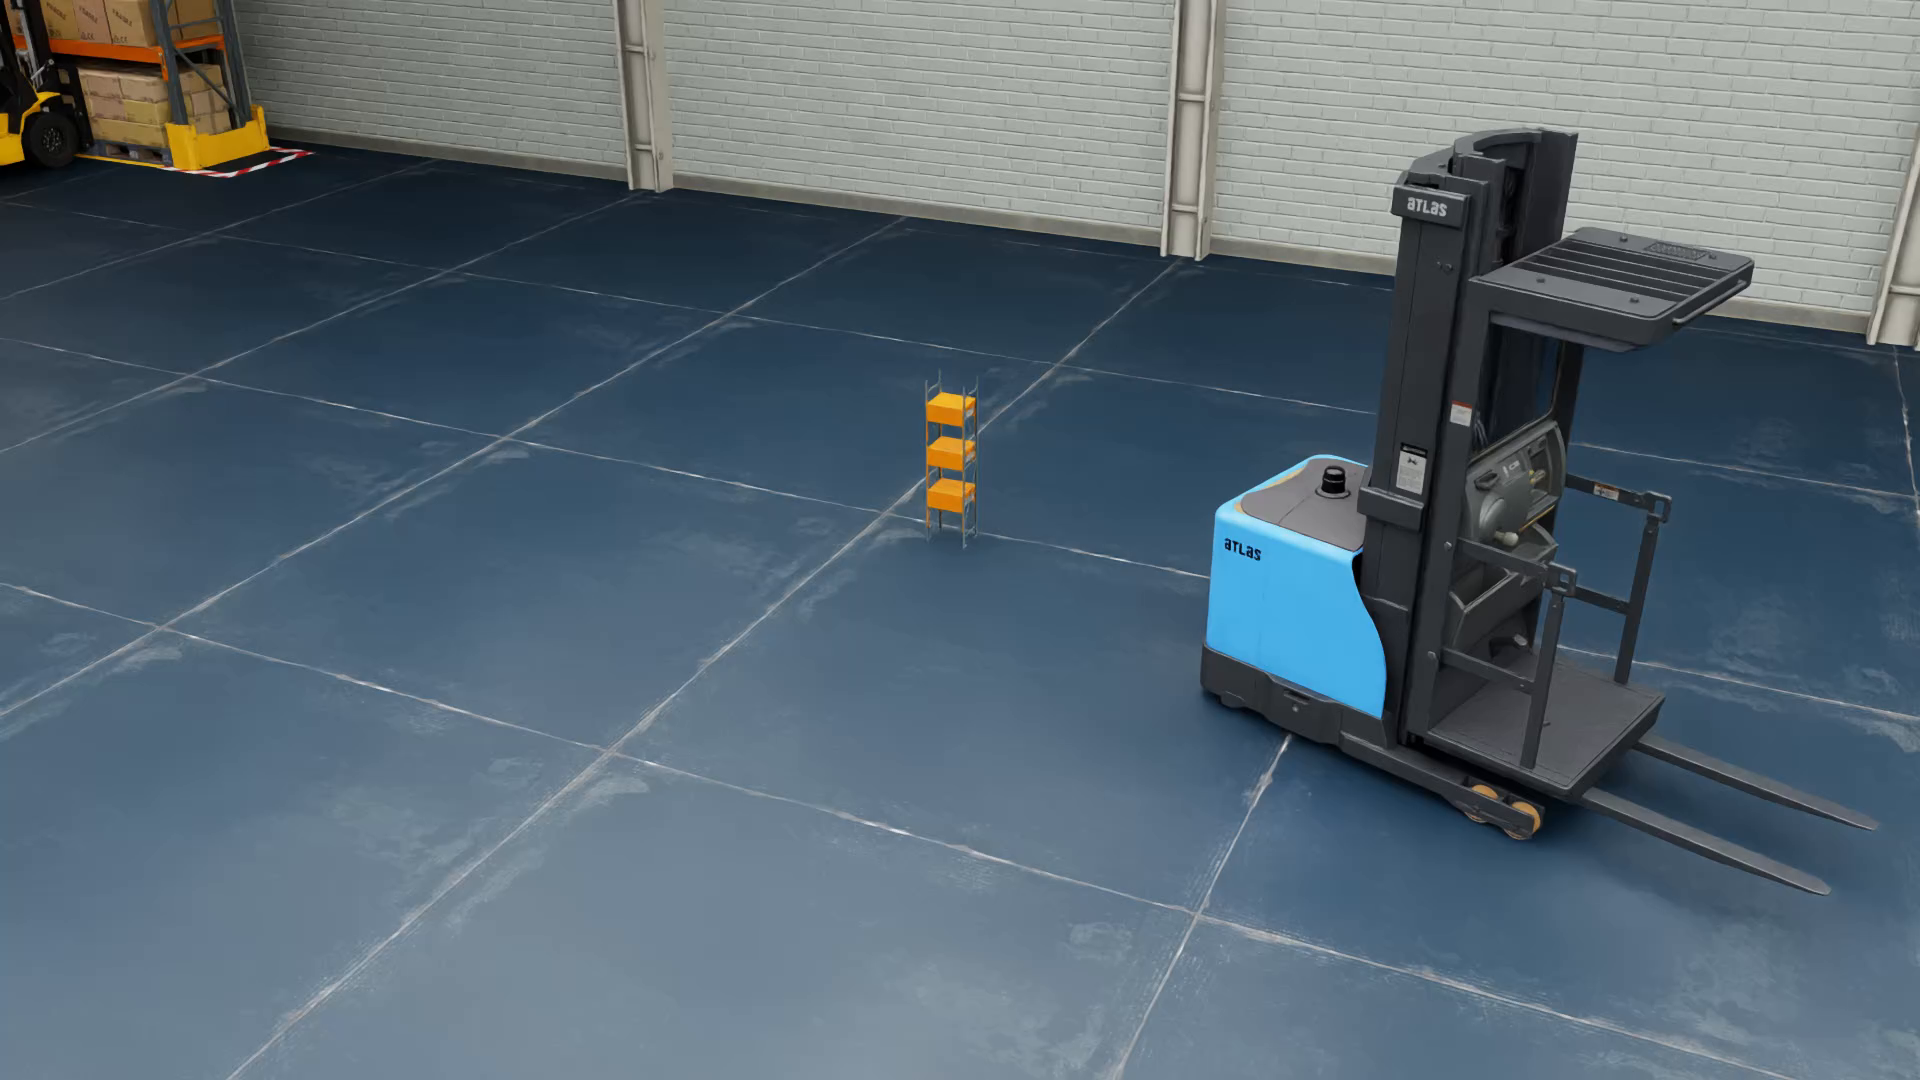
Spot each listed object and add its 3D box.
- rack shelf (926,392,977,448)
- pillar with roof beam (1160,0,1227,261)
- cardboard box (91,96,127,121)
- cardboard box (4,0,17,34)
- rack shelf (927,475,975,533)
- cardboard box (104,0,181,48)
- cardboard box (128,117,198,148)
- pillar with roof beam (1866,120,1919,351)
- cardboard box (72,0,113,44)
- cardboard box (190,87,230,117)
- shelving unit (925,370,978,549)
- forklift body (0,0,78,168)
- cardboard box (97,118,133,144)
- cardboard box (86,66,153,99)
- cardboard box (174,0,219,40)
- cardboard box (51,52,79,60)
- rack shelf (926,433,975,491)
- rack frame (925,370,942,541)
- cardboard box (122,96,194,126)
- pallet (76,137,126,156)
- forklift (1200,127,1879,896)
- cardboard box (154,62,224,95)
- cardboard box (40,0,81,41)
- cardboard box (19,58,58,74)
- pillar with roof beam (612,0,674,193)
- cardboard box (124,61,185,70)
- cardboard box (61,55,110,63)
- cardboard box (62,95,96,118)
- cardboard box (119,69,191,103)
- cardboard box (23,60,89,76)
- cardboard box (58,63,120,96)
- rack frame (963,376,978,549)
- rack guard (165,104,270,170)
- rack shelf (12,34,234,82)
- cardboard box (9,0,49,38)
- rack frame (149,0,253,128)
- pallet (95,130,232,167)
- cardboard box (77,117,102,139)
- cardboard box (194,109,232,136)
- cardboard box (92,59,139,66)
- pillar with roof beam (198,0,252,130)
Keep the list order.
[{"bbox_3d":[-0.049,-0.726,9.917,0.240,0.259,0.215,11,28,22],"label":"rack shelf"},{"bbox_3d":[0.349,-5.016,10.250,0.400,9.000,9.100,11,28,22],"label":"pillar with roof beam"},{"bbox_3d":[-9.556,-4.998,19.077,0.500,0.250,0.500,11,28,21],"label":"cardboard box"},{"bbox_3d":[-10.934,-6.169,19.271,0.500,0.500,0.500,11,28,21],"label":"cardboard box"},{"bbox_3d":[-0.049,-0.222,10.165,0.240,0.259,0.215,11,28,22],"label":"rack shelf"},{"bbox_3d":[-9.088,-5.789,18.499,0.500,0.500,0.500,11,28,21],"label":"cardboard box"},{"bbox_3d":[-9.090,-4.673,18.984,0.500,0.250,0.500,12,28,22],"label":"cardboard box"},{"bbox_3d":[5.811,-3.919,8.022,0.400,9.000,9.100,11,28,22],"label":"pillar with roof beam"},{"bbox_3d":[-9.557,-5.887,18.699,0.500,0.500,0.500,12,29,23],"label":"cardboard box"},{"bbox_3d":[-8.874,-5.108,19.301,0.500,0.250,0.500,12,29,23],"label":"cardboard box"},{"bbox_3d":[-0.049,-0.481,10.038,0.252,1.050,0.215,11,28,22],"label":"shelving unit"},{"bbox_3d":[-11.013,-4.992,17.954,1.214,2.155,2.313,11,28,22],"label":"forklift body"},{"bbox_3d":[-9.539,-4.768,19.176,0.500,0.250,0.500,11,28,22],"label":"cardboard box"},{"bbox_3d":[-9.547,-5.213,18.947,0.500,0.250,0.500,12,29,23],"label":"cardboard box"},{"bbox_3d":[-8.867,-6.007,18.941,0.500,0.500,0.500,12,29,23],"label":"cardboard box"},{"bbox_3d":[-10.722,-5.698,19.932,0.500,0.250,0.500,12,28,22],"label":"cardboard box"},{"bbox_3d":[-0.049,-0.471,10.043,0.240,0.259,0.215,11,28,22],"label":"rack shelf"},{"bbox_3d":[-0.160,-0.503,10.083,0.008,1.050,0.200,11,28,22],"label":"rack frame"},{"bbox_3d":[-9.104,-4.902,18.882,0.500,0.250,0.500,11,28,21],"label":"cardboard box"},{"bbox_3d":[-10.352,-4.855,19.873,1.213,0.211,1.003,11,28,22],"label":"pallet"},{"bbox_3d":[2.663,-0.225,7.388,3.031,2.935,1.130,22,34,38],"label":"forklift"},{"bbox_3d":[-8.891,-5.327,19.179,0.500,0.250,0.500,11,28,21],"label":"cardboard box"},{"bbox_3d":[-10.023,-5.981,18.889,0.500,0.500,0.500,11,28,21],"label":"cardboard box"},{"bbox_3d":[-10.943,-5.496,19.522,0.500,0.250,0.500,12,29,24],"label":"cardboard box"},{"bbox_3d":[-5.112,-6.113,12.478,0.400,9.000,9.100,11,28,22],"label":"pillar with roof beam"},{"bbox_3d":[-9.347,-5.417,19.362,0.500,0.250,0.500,11,28,22],"label":"cardboard box"},{"bbox_3d":[-10.261,-5.609,19.752,0.500,0.250,0.500,11,28,21],"label":"cardboard box"},{"bbox_3d":[-10.035,-5.084,19.252,0.500,0.250,0.500,11,28,21],"label":"cardboard box"},{"bbox_3d":[-9.080,-5.122,18.763,0.500,0.250,0.500,12,29,24],"label":"cardboard box"},{"bbox_3d":[-10.469,-5.397,19.321,0.500,0.250,0.500,11,28,21],"label":"cardboard box"},{"bbox_3d":[-10.010,-5.301,19.127,0.500,0.250,0.500,12,29,22],"label":"cardboard box"},{"bbox_3d":[0.062,-0.458,9.993,0.008,1.050,0.200,11,28,22],"label":"rack frame"},{"bbox_3d":[-8.510,-4.634,19.096,0.348,0.500,1.175,11,28,22],"label":"rack guard"},{"bbox_3d":[-10.352,-5.803,19.454,4.000,0.370,1.077,11,28,22],"label":"rack shelf"},{"bbox_3d":[-10.485,-6.069,19.067,0.500,0.500,0.500,12,28,22],"label":"cardboard box"},{"bbox_3d":[-8.531,-5.760,18.553,0.127,3.000,1.000,11,28,22],"label":"rack frame"},{"bbox_3d":[-9.245,-4.632,19.418,1.213,0.211,1.003,11,28,22],"label":"pallet"},{"bbox_3d":[-9.990,-4.863,19.369,0.500,0.250,0.500,12,29,22],"label":"cardboard box"},{"bbox_3d":[-8.898,-4.883,19.409,0.500,0.250,0.500,11,28,22],"label":"cardboard box"},{"bbox_3d":[-9.798,-5.513,19.556,0.500,0.250,0.500,11,28,21],"label":"cardboard box"},{"bbox_3d":[-10.574,-7.210,14.706,0.400,9.000,9.100,11,28,22],"label":"pillar with roof beam"}]
